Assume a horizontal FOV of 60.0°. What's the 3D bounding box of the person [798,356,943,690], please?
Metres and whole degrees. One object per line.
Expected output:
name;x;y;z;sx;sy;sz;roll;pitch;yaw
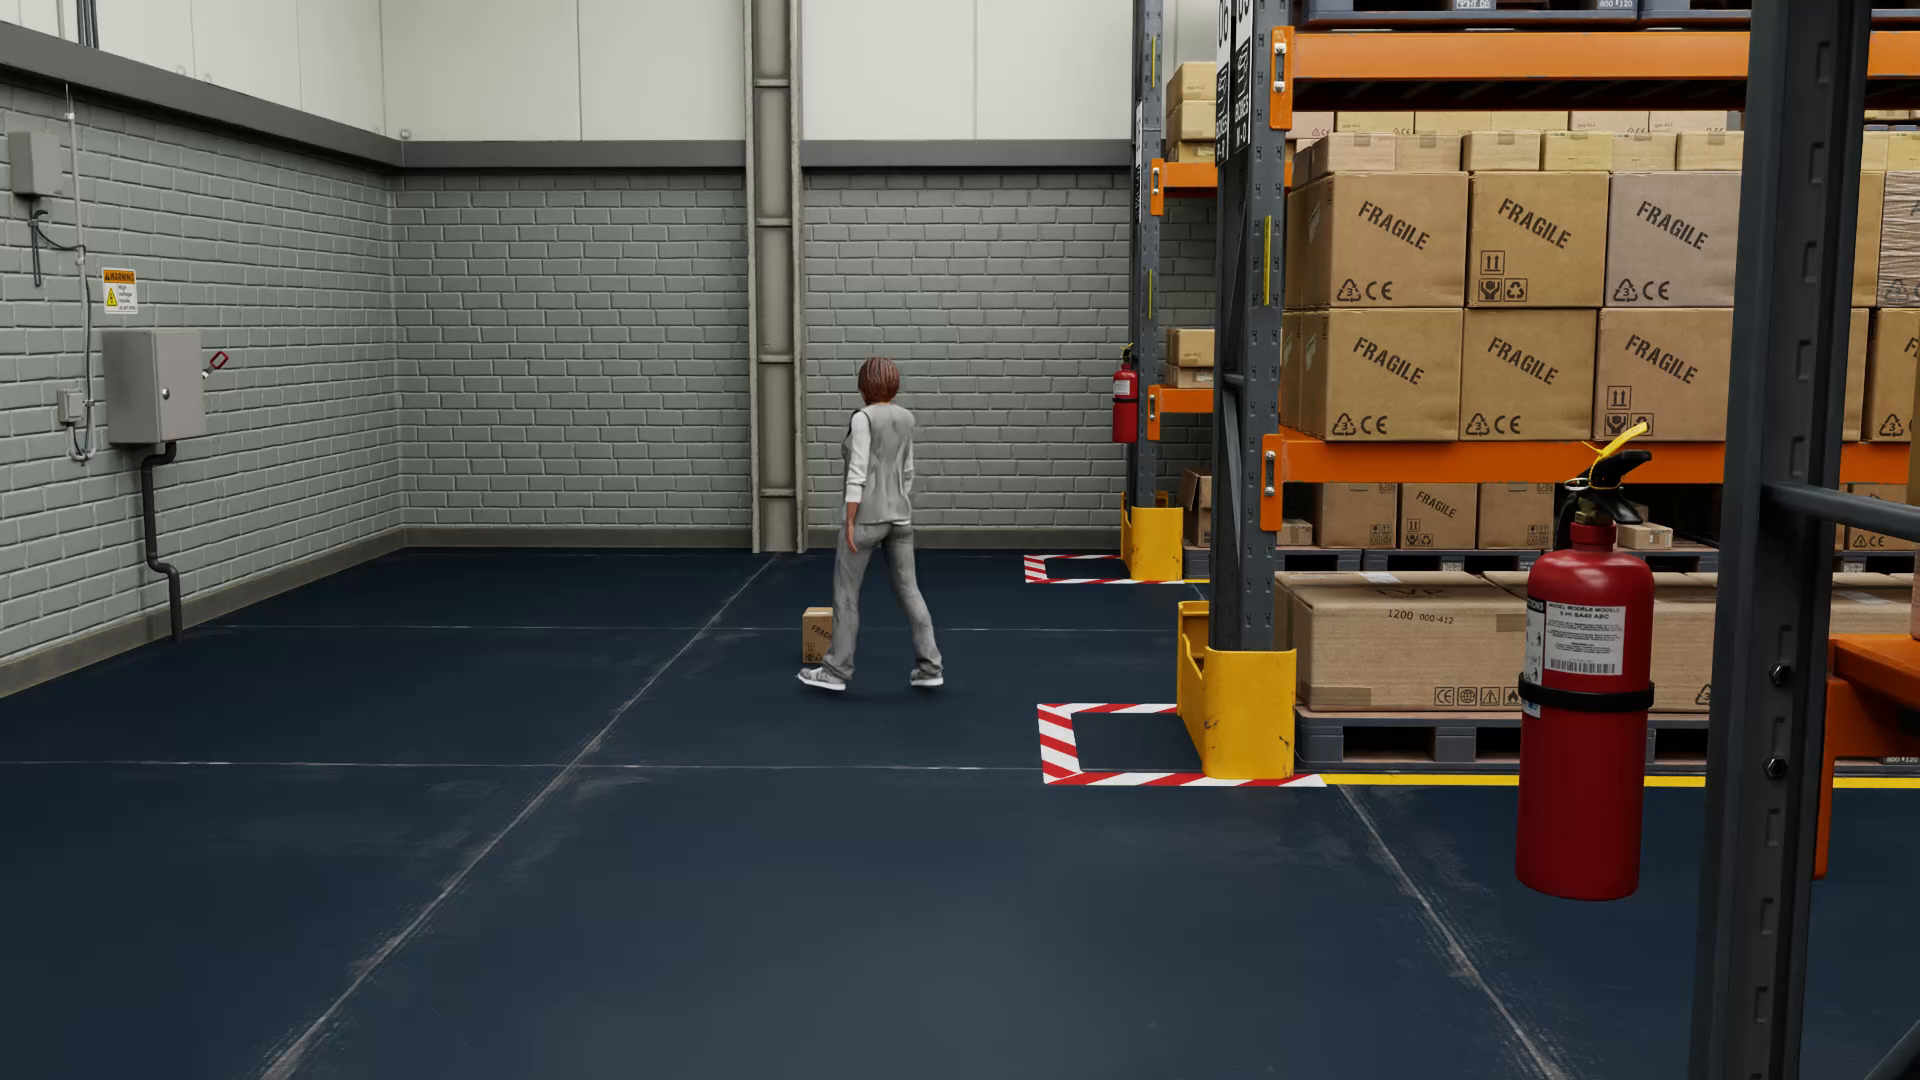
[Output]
person;-0.405;-0.076;7.868;0.633;1.577;0.492;7;10;44
